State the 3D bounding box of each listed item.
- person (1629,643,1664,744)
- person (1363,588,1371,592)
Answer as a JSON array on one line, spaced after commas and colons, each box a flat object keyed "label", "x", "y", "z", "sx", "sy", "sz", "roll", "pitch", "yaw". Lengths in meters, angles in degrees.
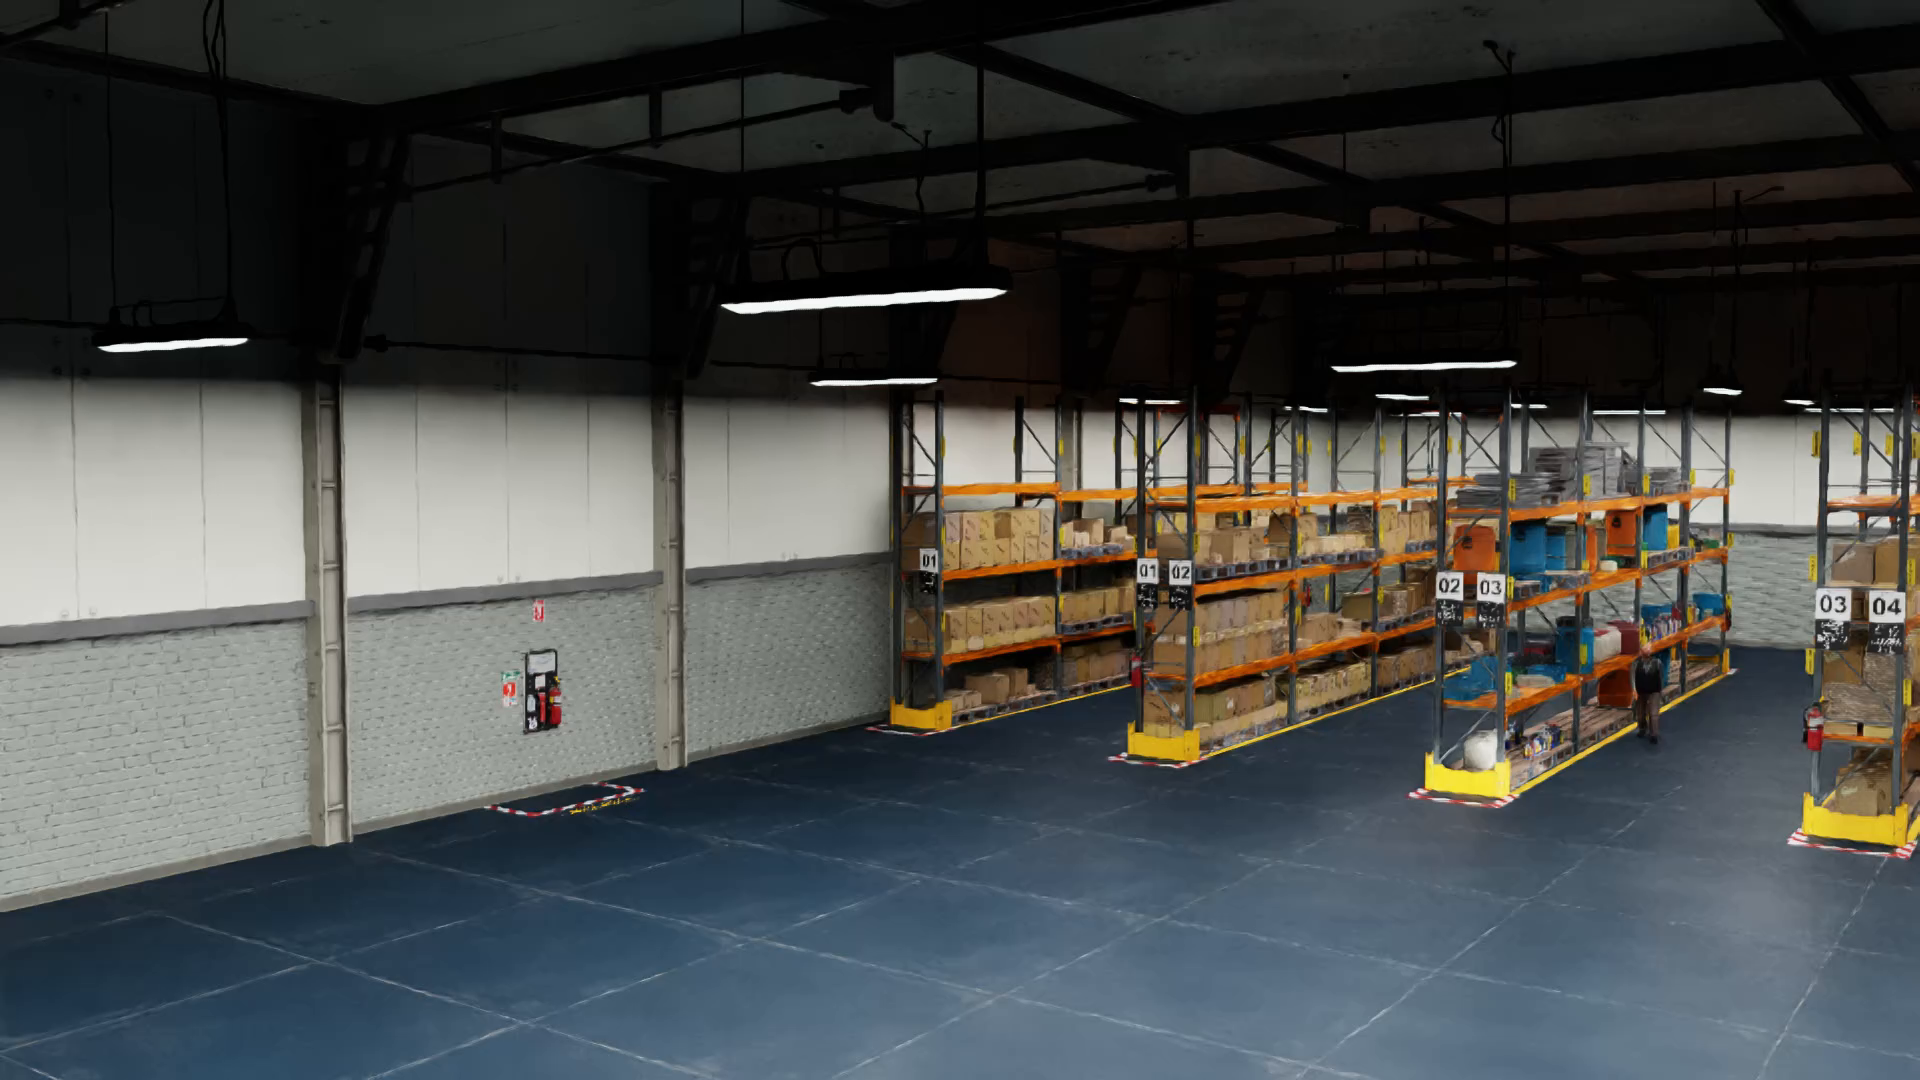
[{"label": "person", "x": 11.635, "y": 2.575, "z": 28.197, "sx": 0.537, "sy": 1.665, "sz": 1.028, "roll": 2, "pitch": 4, "yaw": 26}, {"label": "person", "x": 9.483, "y": 1.968, "z": 38.620, "sx": 0.677, "sy": 1.742, "sz": 0.552, "roll": 2, "pitch": 4, "yaw": 34}]
